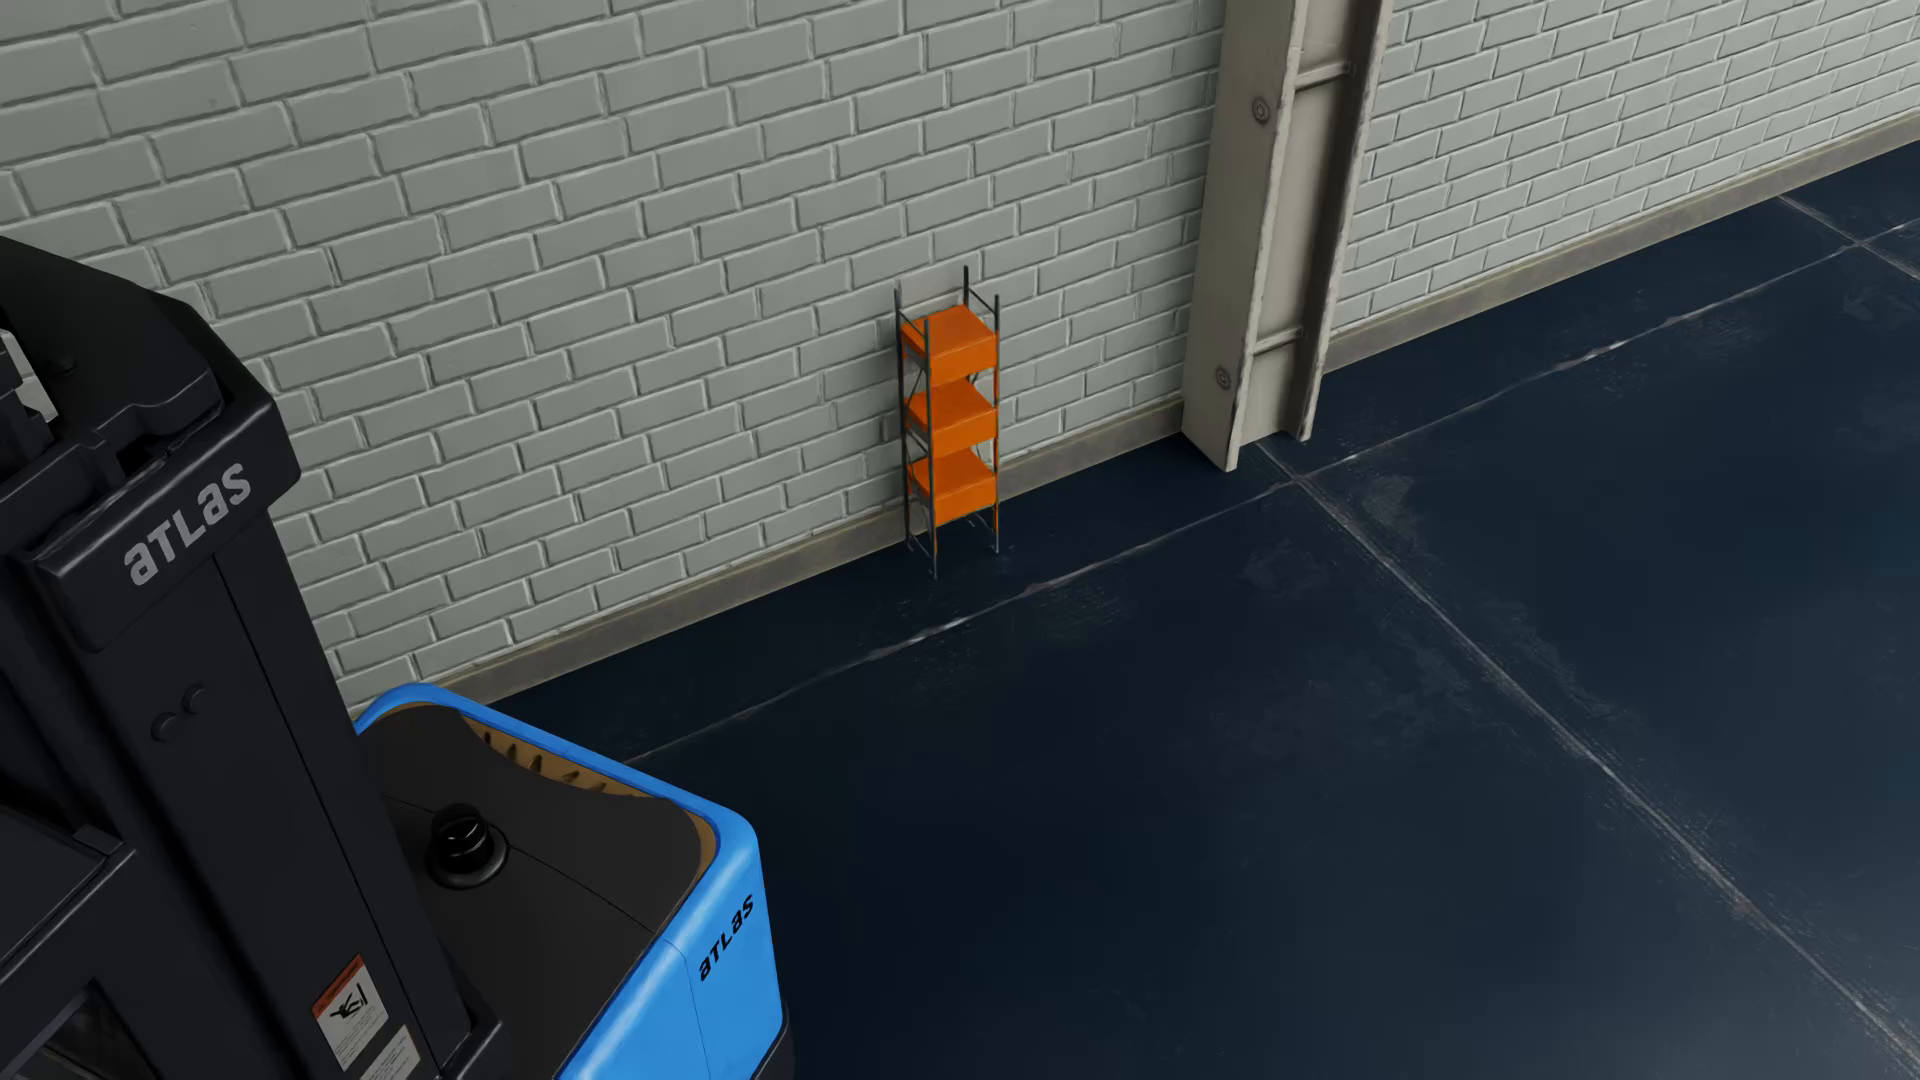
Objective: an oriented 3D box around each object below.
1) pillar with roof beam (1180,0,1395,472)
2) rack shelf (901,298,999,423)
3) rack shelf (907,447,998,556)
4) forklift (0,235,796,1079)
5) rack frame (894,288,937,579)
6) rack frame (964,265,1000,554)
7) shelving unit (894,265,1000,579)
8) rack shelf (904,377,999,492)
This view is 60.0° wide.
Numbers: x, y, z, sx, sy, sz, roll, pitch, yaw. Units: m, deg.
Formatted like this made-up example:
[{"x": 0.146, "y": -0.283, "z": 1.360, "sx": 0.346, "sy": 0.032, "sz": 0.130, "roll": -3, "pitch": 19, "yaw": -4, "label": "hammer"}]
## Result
[{"x": 3.196, "y": -1.033, "z": 0.353, "sx": 0.400, "sy": 9.000, "sz": 9.100, "roll": -22, "pitch": 48, "yaw": -21, "label": "pillar with roof beam"}, {"x": -0.037, "y": -0.559, "z": 5.172, "sx": 0.240, "sy": 0.259, "sz": 0.215, "roll": -22, "pitch": 47, "yaw": -22, "label": "rack shelf"}, {"x": -0.030, "y": -0.144, "z": 5.551, "sx": 0.240, "sy": 0.259, "sz": 0.215, "roll": -22, "pitch": 47, "yaw": -22, "label": "rack shelf"}, {"x": -1.526, "y": 1.100, "z": 2.512, "sx": 1.130, "sy": 2.935, "sz": 3.031, "roll": 19, "pitch": 47, "yaw": 19, "label": "forklift"}, {"x": -0.139, "y": -0.314, "z": 5.311, "sx": 0.008, "sy": 1.050, "sz": 0.200, "roll": -22, "pitch": 47, "yaw": -22, "label": "rack frame"}, {"x": 0.071, "y": -0.400, "z": 5.401, "sx": 0.008, "sy": 1.050, "sz": 0.200, "roll": -22, "pitch": 47, "yaw": -22, "label": "rack frame"}, {"x": -0.034, "y": -0.357, "z": 5.356, "sx": 0.252, "sy": 1.050, "sz": 0.215, "roll": -22, "pitch": 47, "yaw": -22, "label": "shelving unit"}, {"x": -0.034, "y": -0.349, "z": 5.363, "sx": 0.240, "sy": 0.259, "sz": 0.215, "roll": -22, "pitch": 47, "yaw": -22, "label": "rack shelf"}]
